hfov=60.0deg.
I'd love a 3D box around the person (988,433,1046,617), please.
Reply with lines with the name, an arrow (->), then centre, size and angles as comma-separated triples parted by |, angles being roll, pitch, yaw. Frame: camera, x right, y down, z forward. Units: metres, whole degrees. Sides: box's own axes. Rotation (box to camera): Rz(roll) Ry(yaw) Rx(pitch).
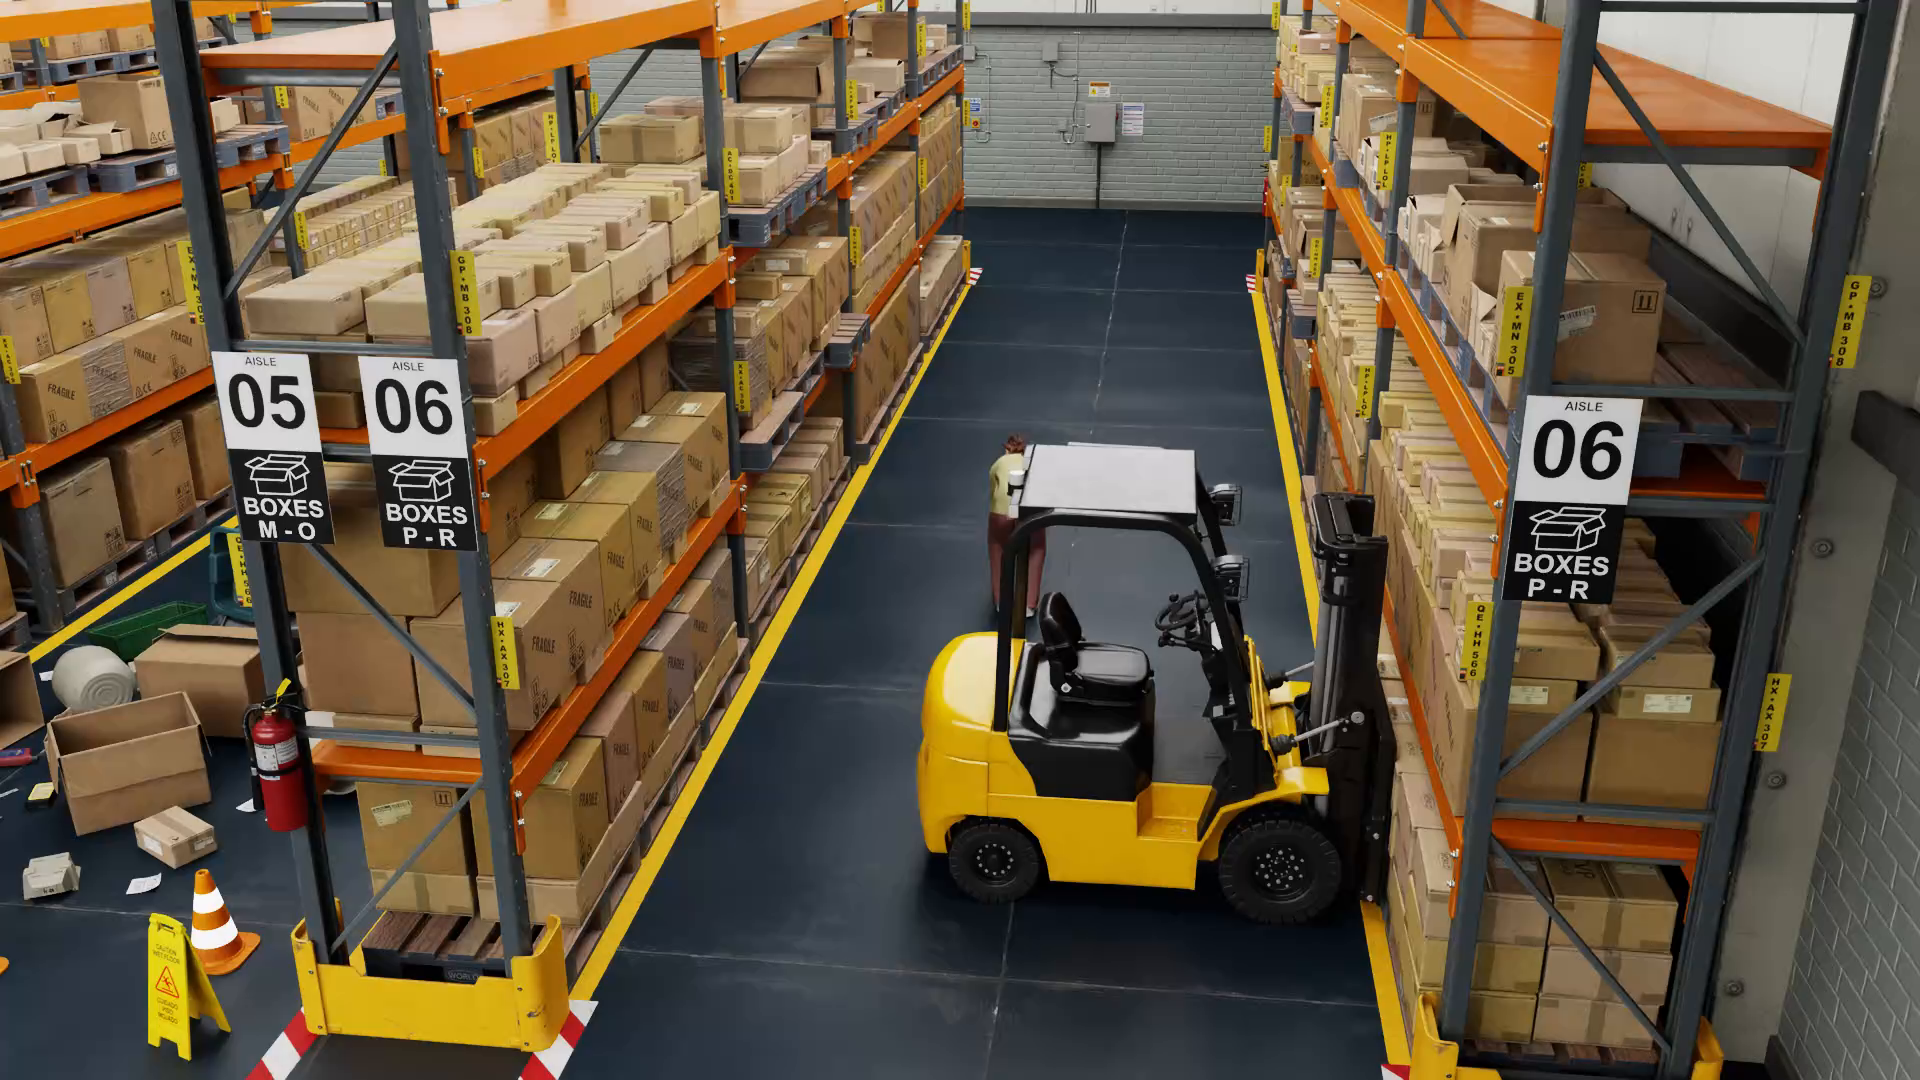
person -> 0.417, -0.112, 12.056 | 0.428, 1.182, 0.844 | 2, 21, 4
